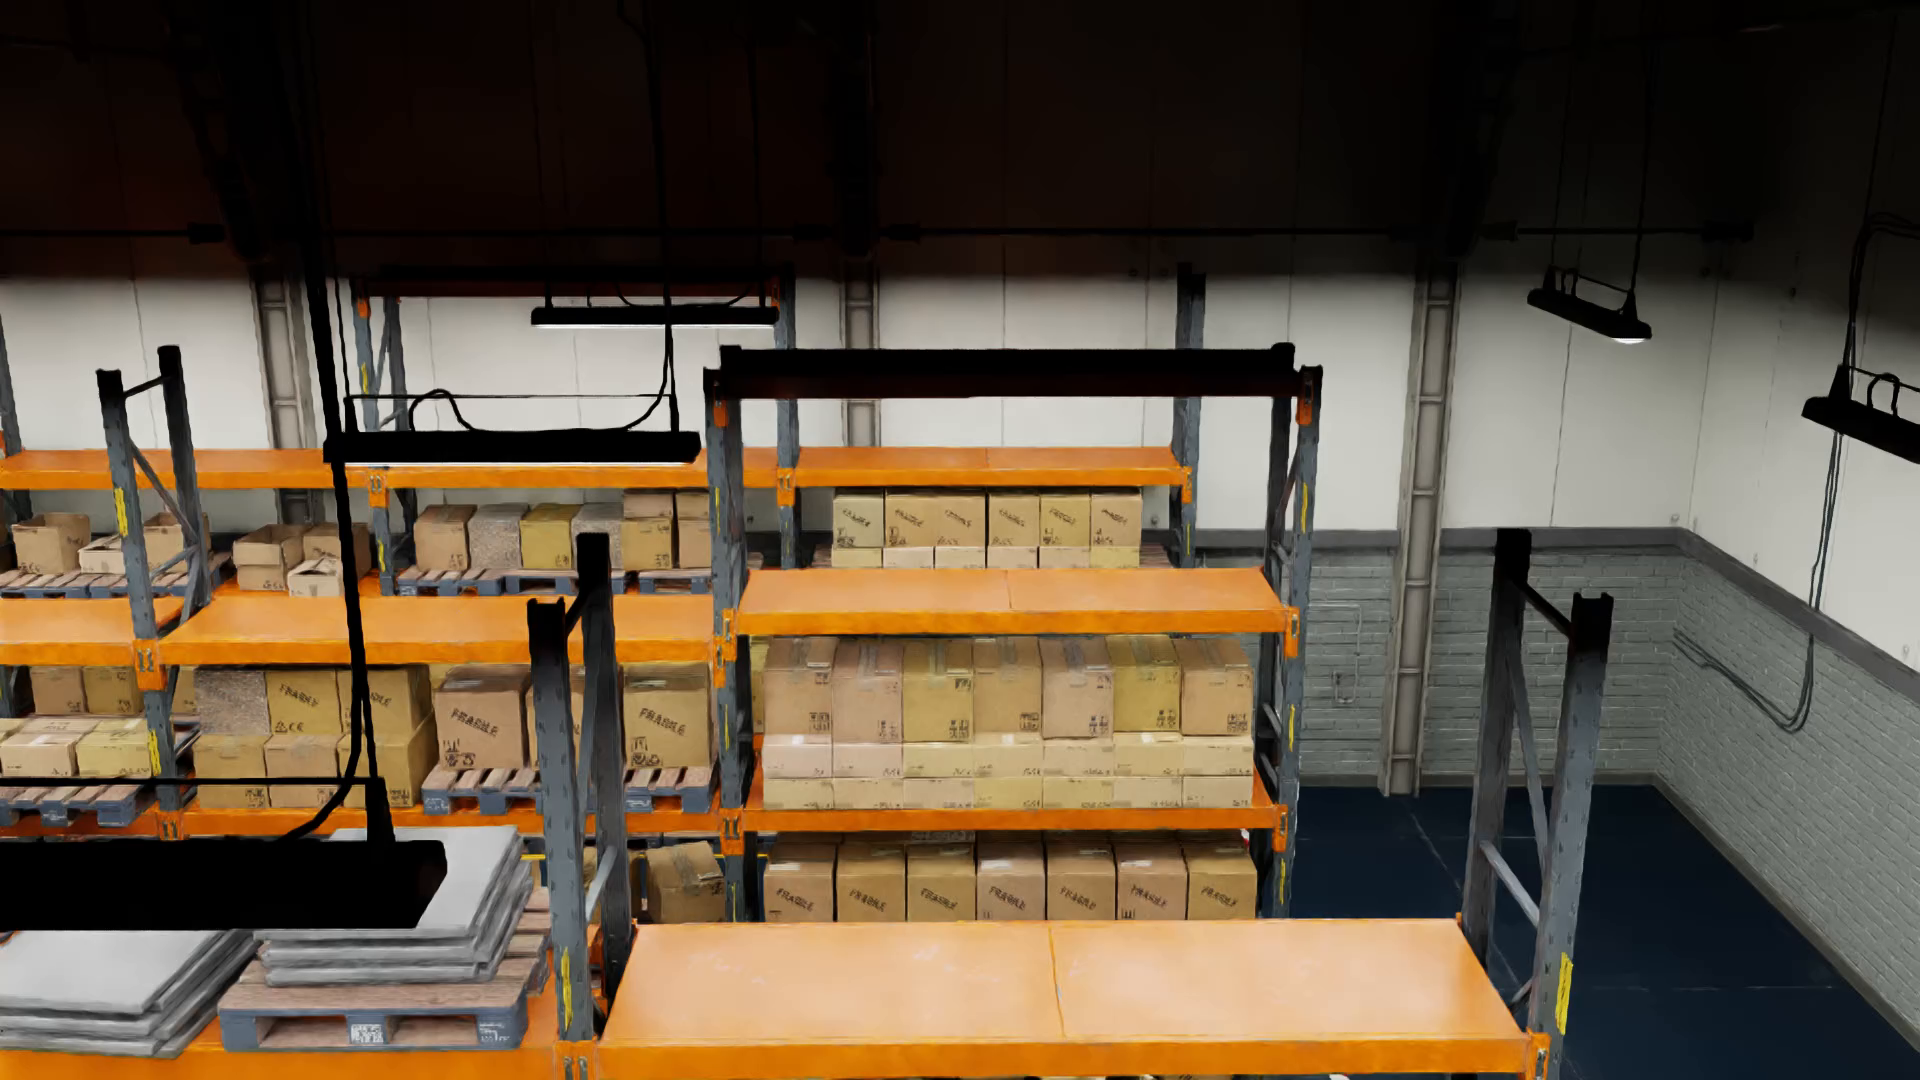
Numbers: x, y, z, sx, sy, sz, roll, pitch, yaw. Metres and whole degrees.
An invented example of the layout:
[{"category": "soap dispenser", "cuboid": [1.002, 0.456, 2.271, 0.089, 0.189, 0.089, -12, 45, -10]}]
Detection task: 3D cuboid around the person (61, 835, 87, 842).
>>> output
[{"category": "person", "cuboid": [-7.580, 3.267, 14.443, 0.468, 1.600, 0.405, -10, 19, -31]}]
